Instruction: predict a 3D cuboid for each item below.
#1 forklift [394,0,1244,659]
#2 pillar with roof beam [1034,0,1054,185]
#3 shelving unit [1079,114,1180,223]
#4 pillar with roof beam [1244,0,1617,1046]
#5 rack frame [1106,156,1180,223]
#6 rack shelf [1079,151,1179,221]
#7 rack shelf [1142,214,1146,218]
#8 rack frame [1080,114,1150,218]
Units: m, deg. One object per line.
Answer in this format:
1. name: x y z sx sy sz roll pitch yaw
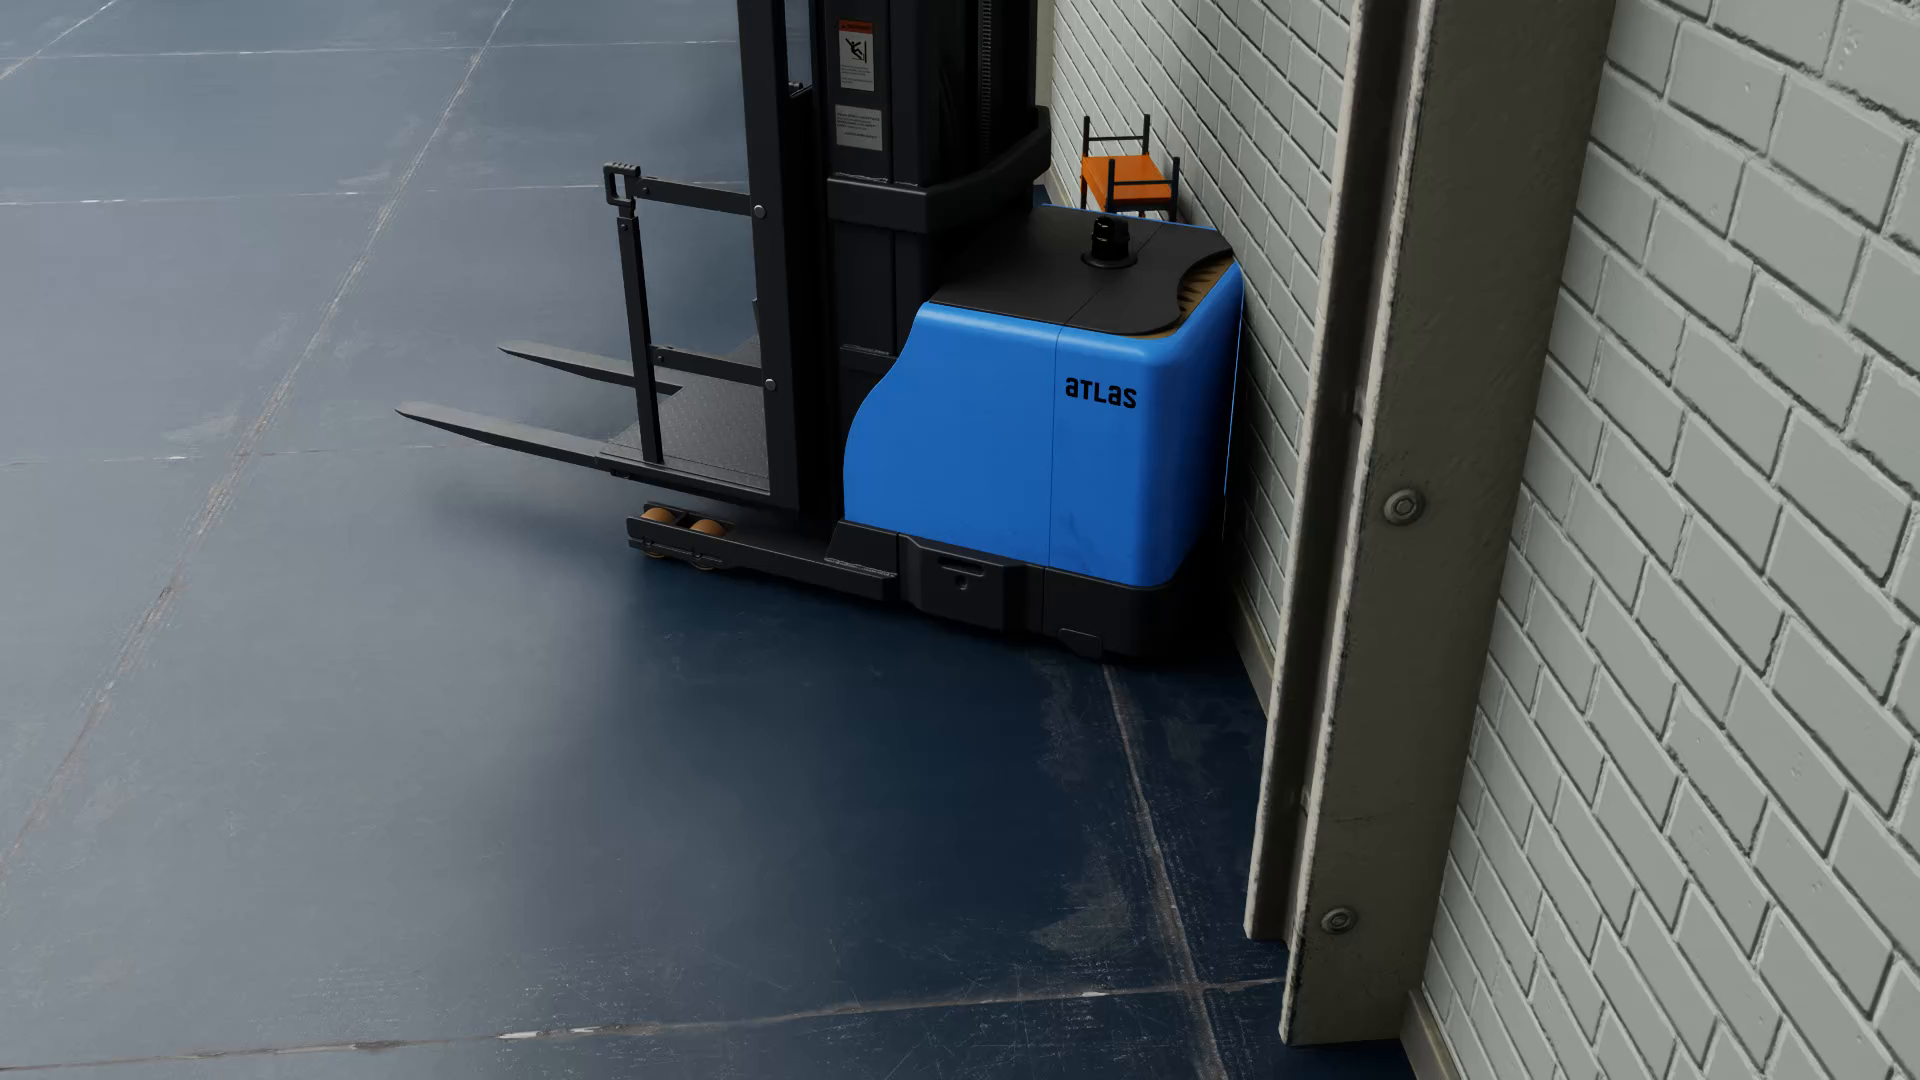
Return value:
1. forklift: -0.568 -1.389 5.217 3.031 2.935 1.130 13 33 21
2. pillar with roof beam: -3.968 -5.670 6.467 9.100 9.000 0.400 -3 31 -5
3. shelving unit: 0.588 -0.880 6.054 0.258 1.200 0.503 -3 31 -5
4. pillar with roof beam: -3.408 -2.607 1.339 9.100 9.000 0.400 -3 31 -5
5. rack frame: 0.614 -0.756 5.846 0.240 1.200 0.015 -3 31 -5
6. rack shelf: 0.588 -1.218 5.853 0.258 0.148 0.480 -3 31 -5
7. rack shelf: 0.588 -1.015 5.974 0.258 0.148 0.480 -3 31 -5
8. rack frame: 0.563 -1.005 6.262 0.240 1.200 0.015 -3 31 -5
